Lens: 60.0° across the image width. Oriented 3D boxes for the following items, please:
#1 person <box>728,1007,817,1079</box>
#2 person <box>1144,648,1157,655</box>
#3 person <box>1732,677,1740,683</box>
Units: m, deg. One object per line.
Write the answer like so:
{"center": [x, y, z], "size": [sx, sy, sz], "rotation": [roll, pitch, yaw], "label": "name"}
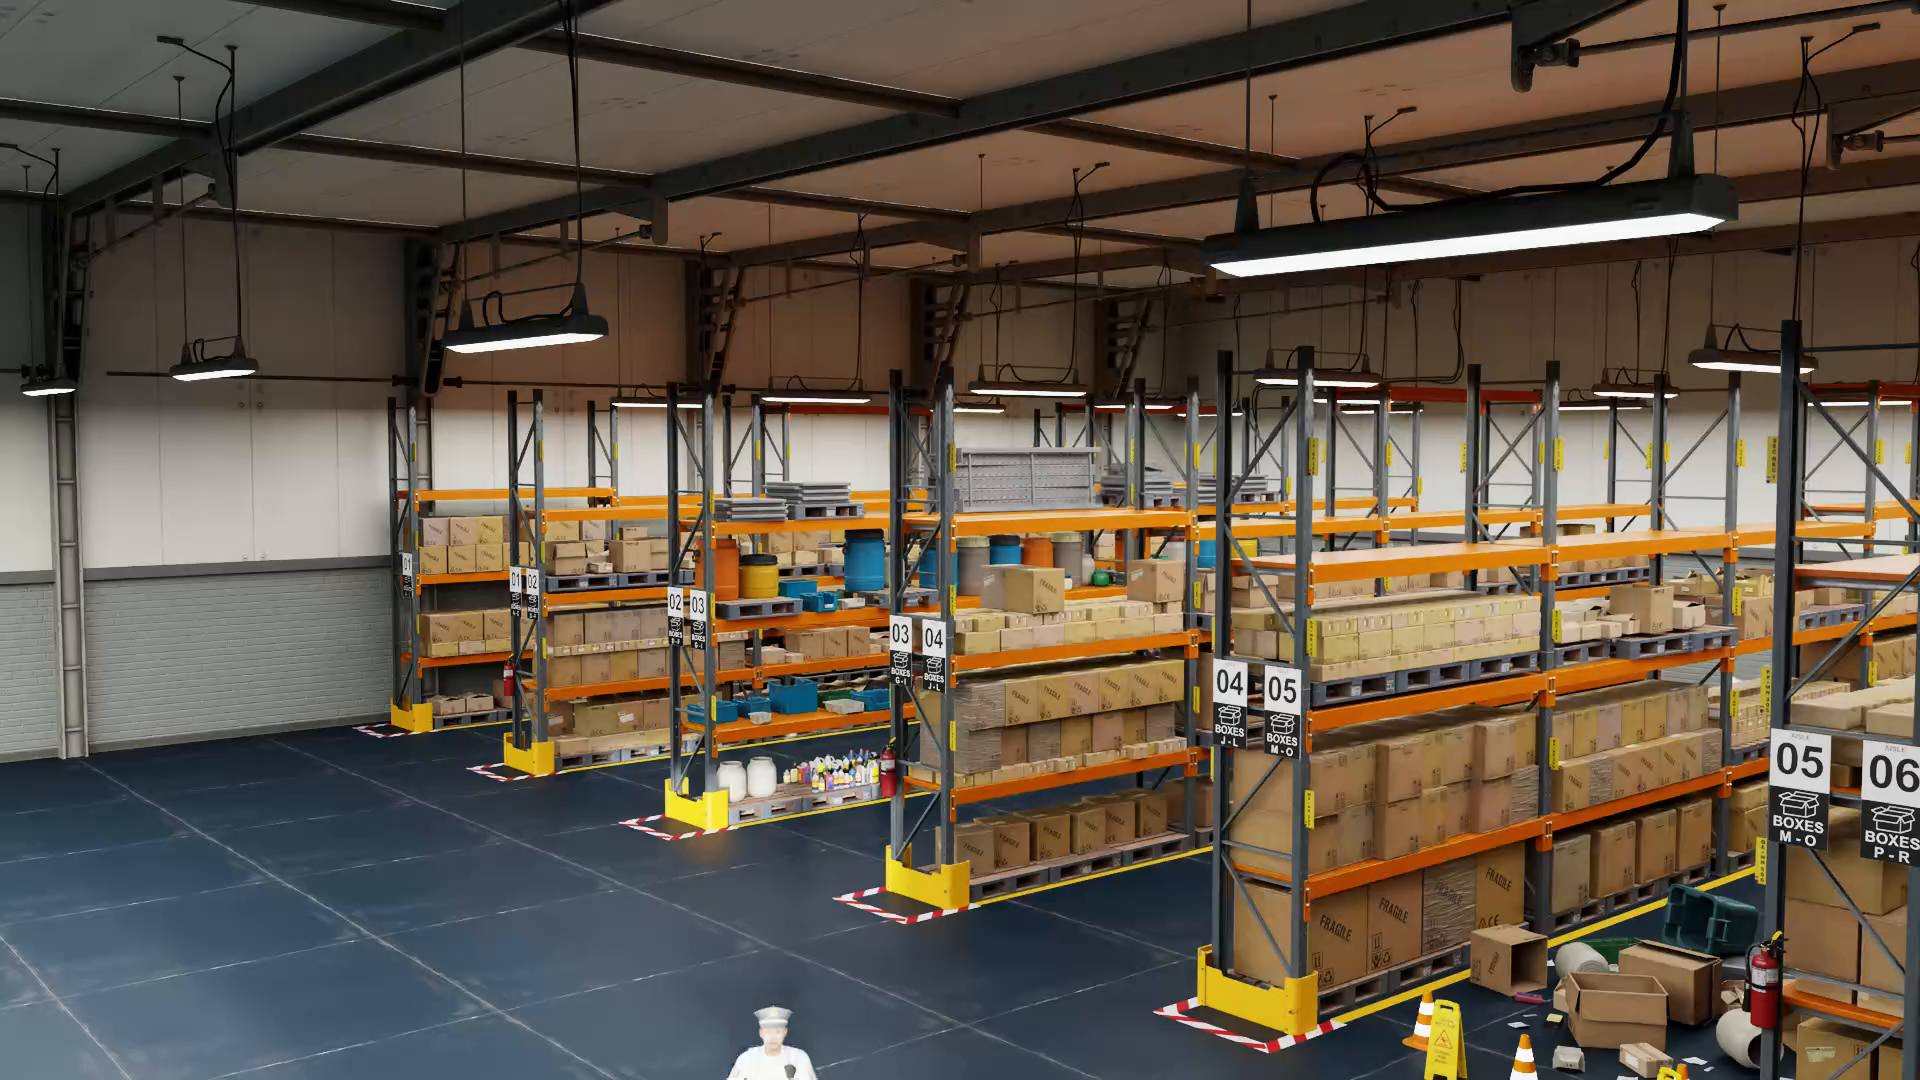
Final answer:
{"center": [-1.177, 3.736, 10.470], "size": [0.618, 1.670, 0.687], "rotation": [0, 3, -5], "label": "person"}
{"center": [3.595, 2.412, 32.287], "size": [0.663, 1.785, 0.878], "rotation": [3, 5, 43], "label": "person"}
{"center": [11.250, 2.866, 24.310], "size": [0.645, 1.744, 0.639], "rotation": [-3, 4, -41], "label": "person"}
